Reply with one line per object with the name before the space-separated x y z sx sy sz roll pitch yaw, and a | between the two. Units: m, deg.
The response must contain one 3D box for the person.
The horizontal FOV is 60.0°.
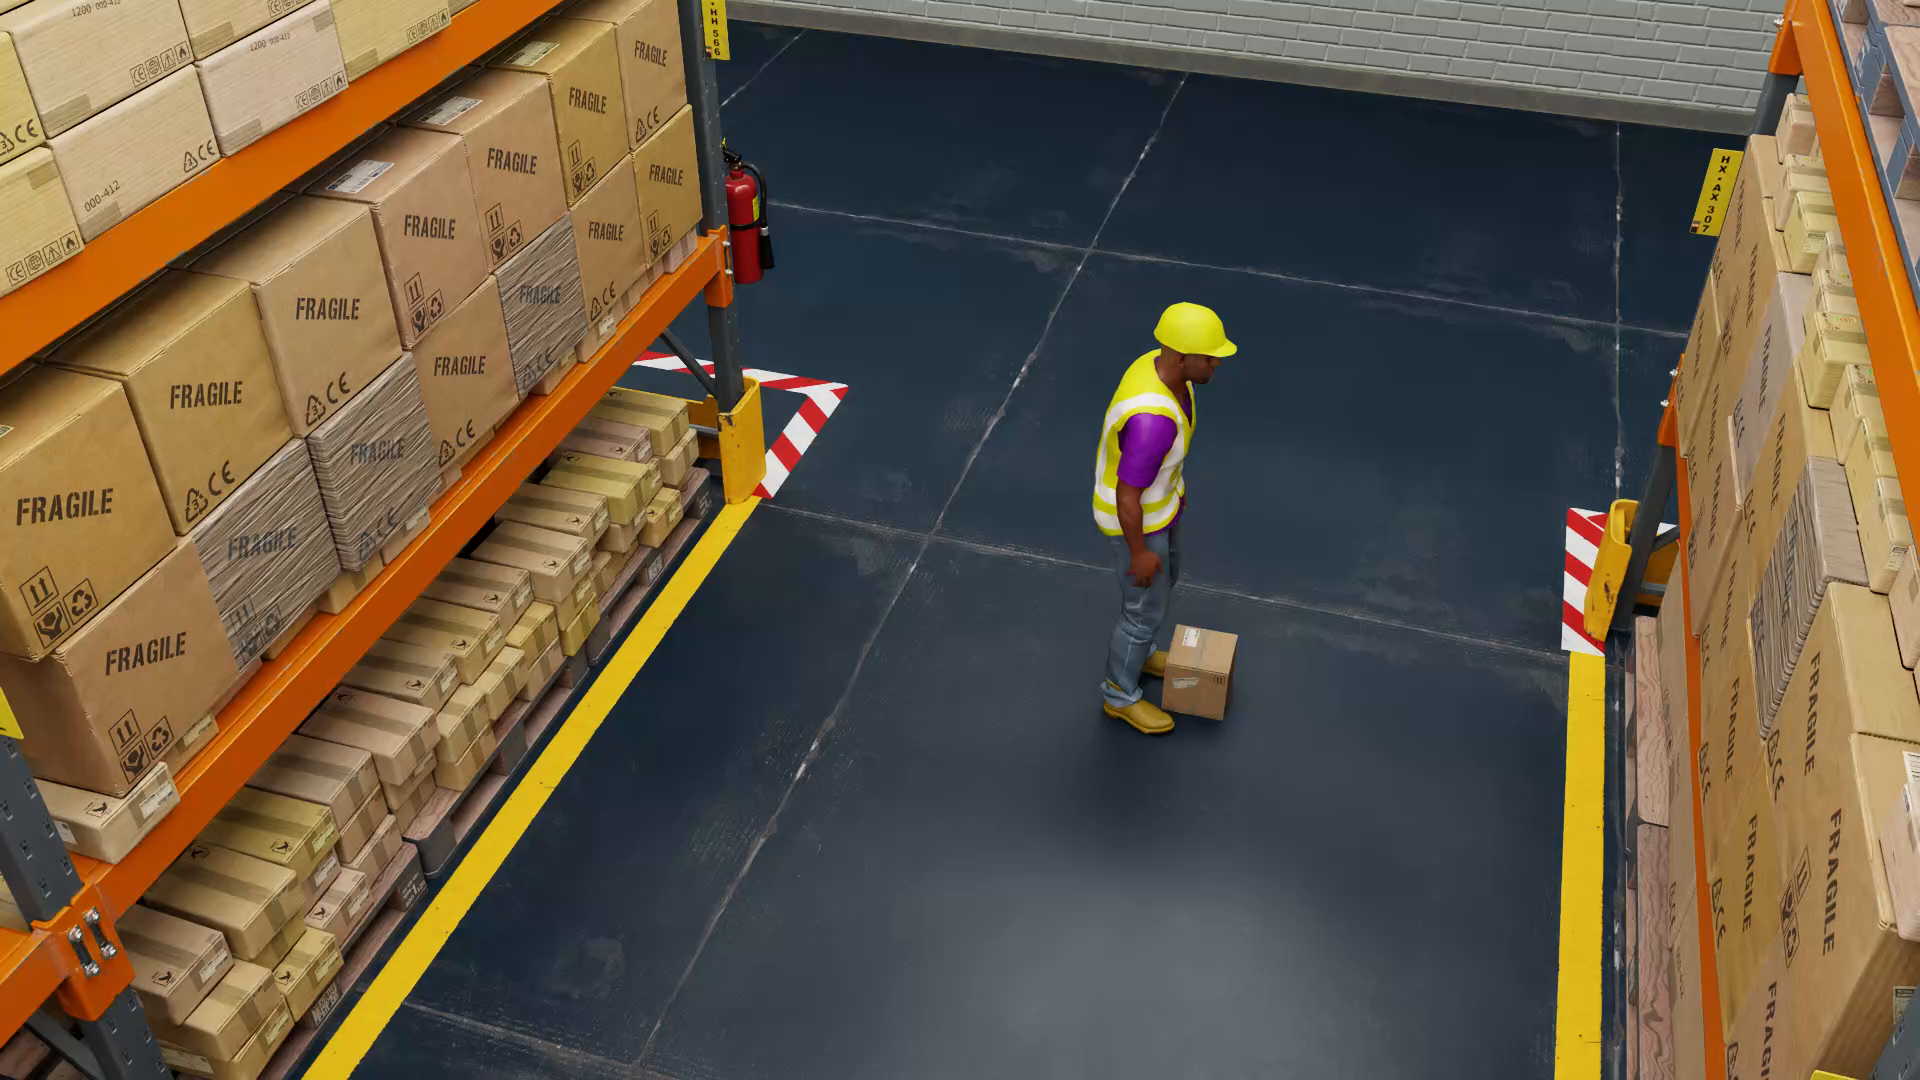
person | 0.736 -0.103 6.272 0.461 1.760 0.625 10 38 13
